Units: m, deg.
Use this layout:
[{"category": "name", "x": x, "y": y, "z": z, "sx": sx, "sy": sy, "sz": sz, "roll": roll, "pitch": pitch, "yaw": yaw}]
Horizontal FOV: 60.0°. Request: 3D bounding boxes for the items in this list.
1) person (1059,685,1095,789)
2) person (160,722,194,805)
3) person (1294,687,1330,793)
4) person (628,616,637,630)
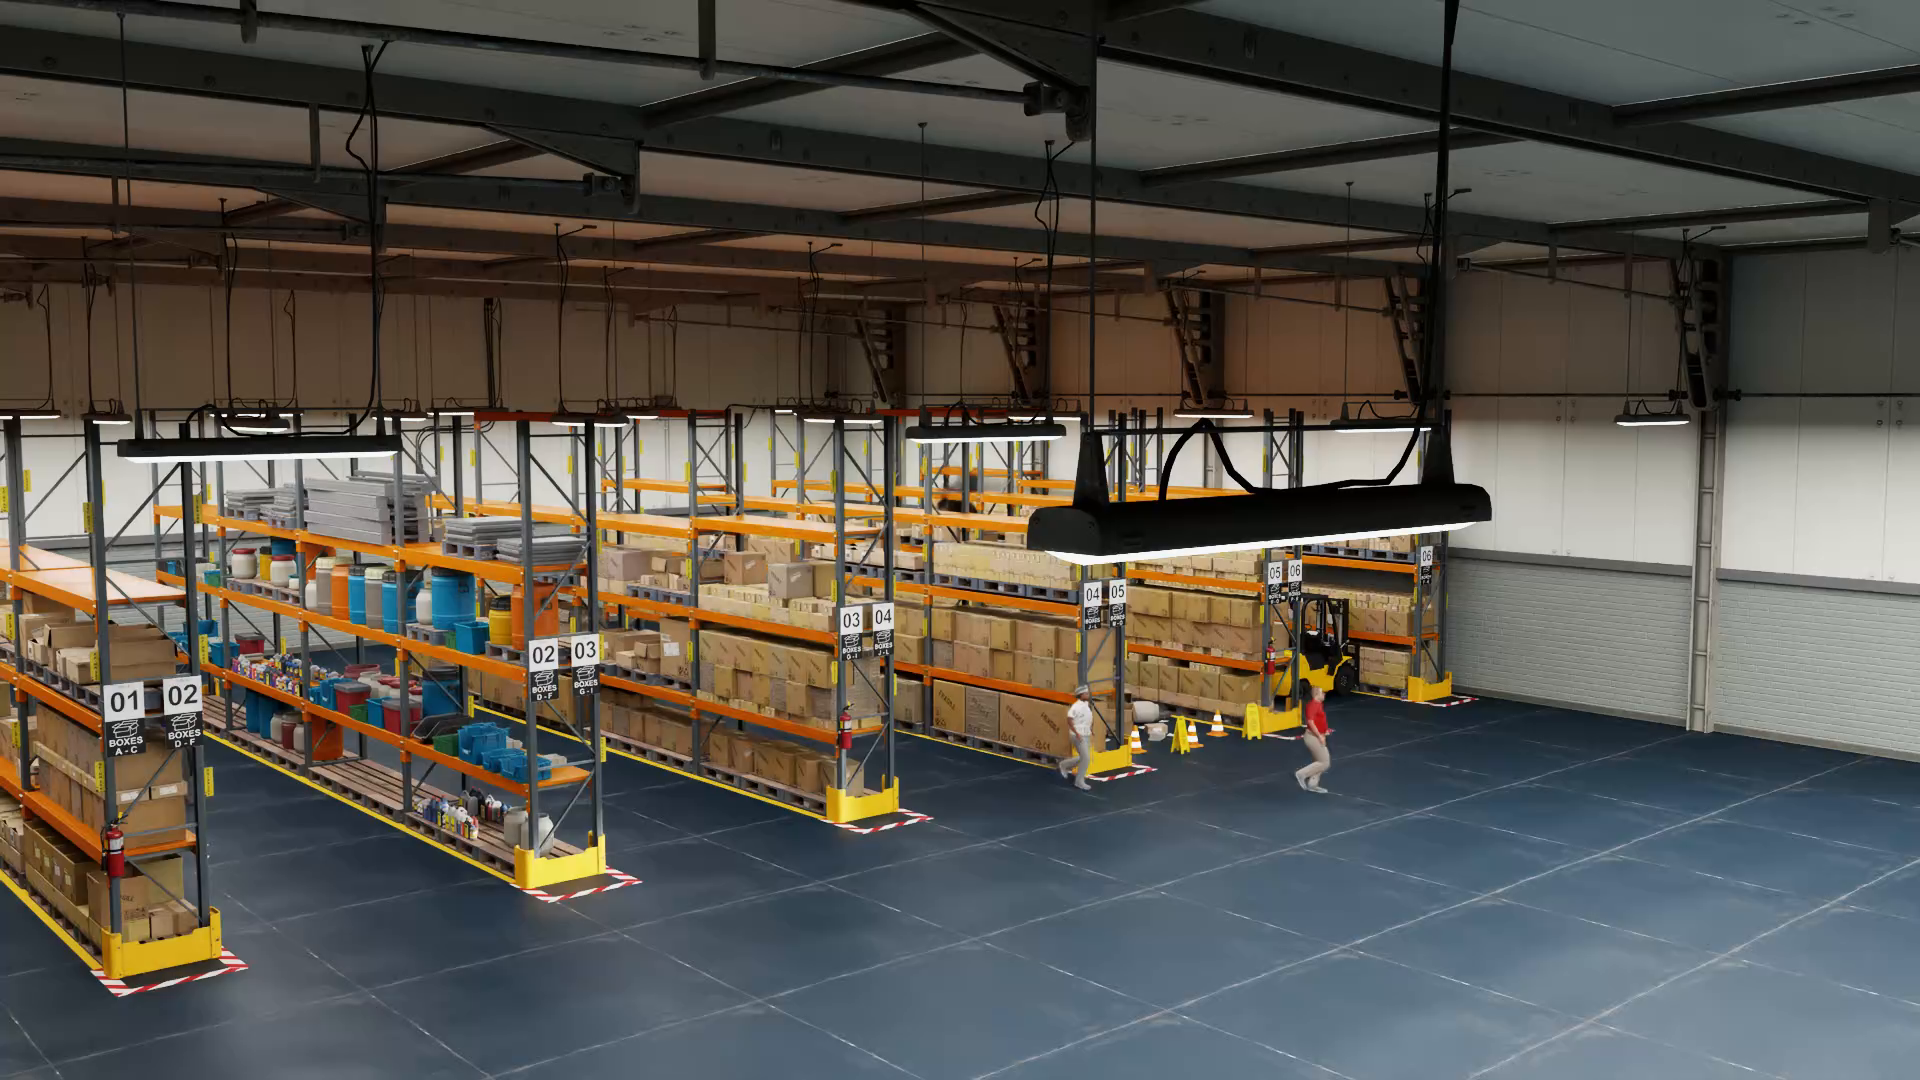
[{"category": "person", "x": 1.907, "y": 3.166, "z": 26.930, "sx": 0.627, "sy": 1.657, "sz": 0.619, "roll": 3, "pitch": 6, "yaw": 28}, {"category": "person", "x": -12.053, "y": 3.229, "z": 25.820, "sx": 0.924, "sy": 1.632, "sz": 0.583, "roll": 5, "pitch": 7, "yaw": 42}, {"category": "person", "x": 5.609, "y": 3.173, "z": 26.447, "sx": 0.599, "sy": 1.702, "sz": 0.682, "roll": 0, "pitch": 5, "yaw": 3}, {"category": "person", "x": -8.177, "y": 1.844, "z": 41.437, "sx": 0.529, "sy": 1.714, "sz": 0.772, "roll": 1, "pitch": 5, "yaw": 10}]
